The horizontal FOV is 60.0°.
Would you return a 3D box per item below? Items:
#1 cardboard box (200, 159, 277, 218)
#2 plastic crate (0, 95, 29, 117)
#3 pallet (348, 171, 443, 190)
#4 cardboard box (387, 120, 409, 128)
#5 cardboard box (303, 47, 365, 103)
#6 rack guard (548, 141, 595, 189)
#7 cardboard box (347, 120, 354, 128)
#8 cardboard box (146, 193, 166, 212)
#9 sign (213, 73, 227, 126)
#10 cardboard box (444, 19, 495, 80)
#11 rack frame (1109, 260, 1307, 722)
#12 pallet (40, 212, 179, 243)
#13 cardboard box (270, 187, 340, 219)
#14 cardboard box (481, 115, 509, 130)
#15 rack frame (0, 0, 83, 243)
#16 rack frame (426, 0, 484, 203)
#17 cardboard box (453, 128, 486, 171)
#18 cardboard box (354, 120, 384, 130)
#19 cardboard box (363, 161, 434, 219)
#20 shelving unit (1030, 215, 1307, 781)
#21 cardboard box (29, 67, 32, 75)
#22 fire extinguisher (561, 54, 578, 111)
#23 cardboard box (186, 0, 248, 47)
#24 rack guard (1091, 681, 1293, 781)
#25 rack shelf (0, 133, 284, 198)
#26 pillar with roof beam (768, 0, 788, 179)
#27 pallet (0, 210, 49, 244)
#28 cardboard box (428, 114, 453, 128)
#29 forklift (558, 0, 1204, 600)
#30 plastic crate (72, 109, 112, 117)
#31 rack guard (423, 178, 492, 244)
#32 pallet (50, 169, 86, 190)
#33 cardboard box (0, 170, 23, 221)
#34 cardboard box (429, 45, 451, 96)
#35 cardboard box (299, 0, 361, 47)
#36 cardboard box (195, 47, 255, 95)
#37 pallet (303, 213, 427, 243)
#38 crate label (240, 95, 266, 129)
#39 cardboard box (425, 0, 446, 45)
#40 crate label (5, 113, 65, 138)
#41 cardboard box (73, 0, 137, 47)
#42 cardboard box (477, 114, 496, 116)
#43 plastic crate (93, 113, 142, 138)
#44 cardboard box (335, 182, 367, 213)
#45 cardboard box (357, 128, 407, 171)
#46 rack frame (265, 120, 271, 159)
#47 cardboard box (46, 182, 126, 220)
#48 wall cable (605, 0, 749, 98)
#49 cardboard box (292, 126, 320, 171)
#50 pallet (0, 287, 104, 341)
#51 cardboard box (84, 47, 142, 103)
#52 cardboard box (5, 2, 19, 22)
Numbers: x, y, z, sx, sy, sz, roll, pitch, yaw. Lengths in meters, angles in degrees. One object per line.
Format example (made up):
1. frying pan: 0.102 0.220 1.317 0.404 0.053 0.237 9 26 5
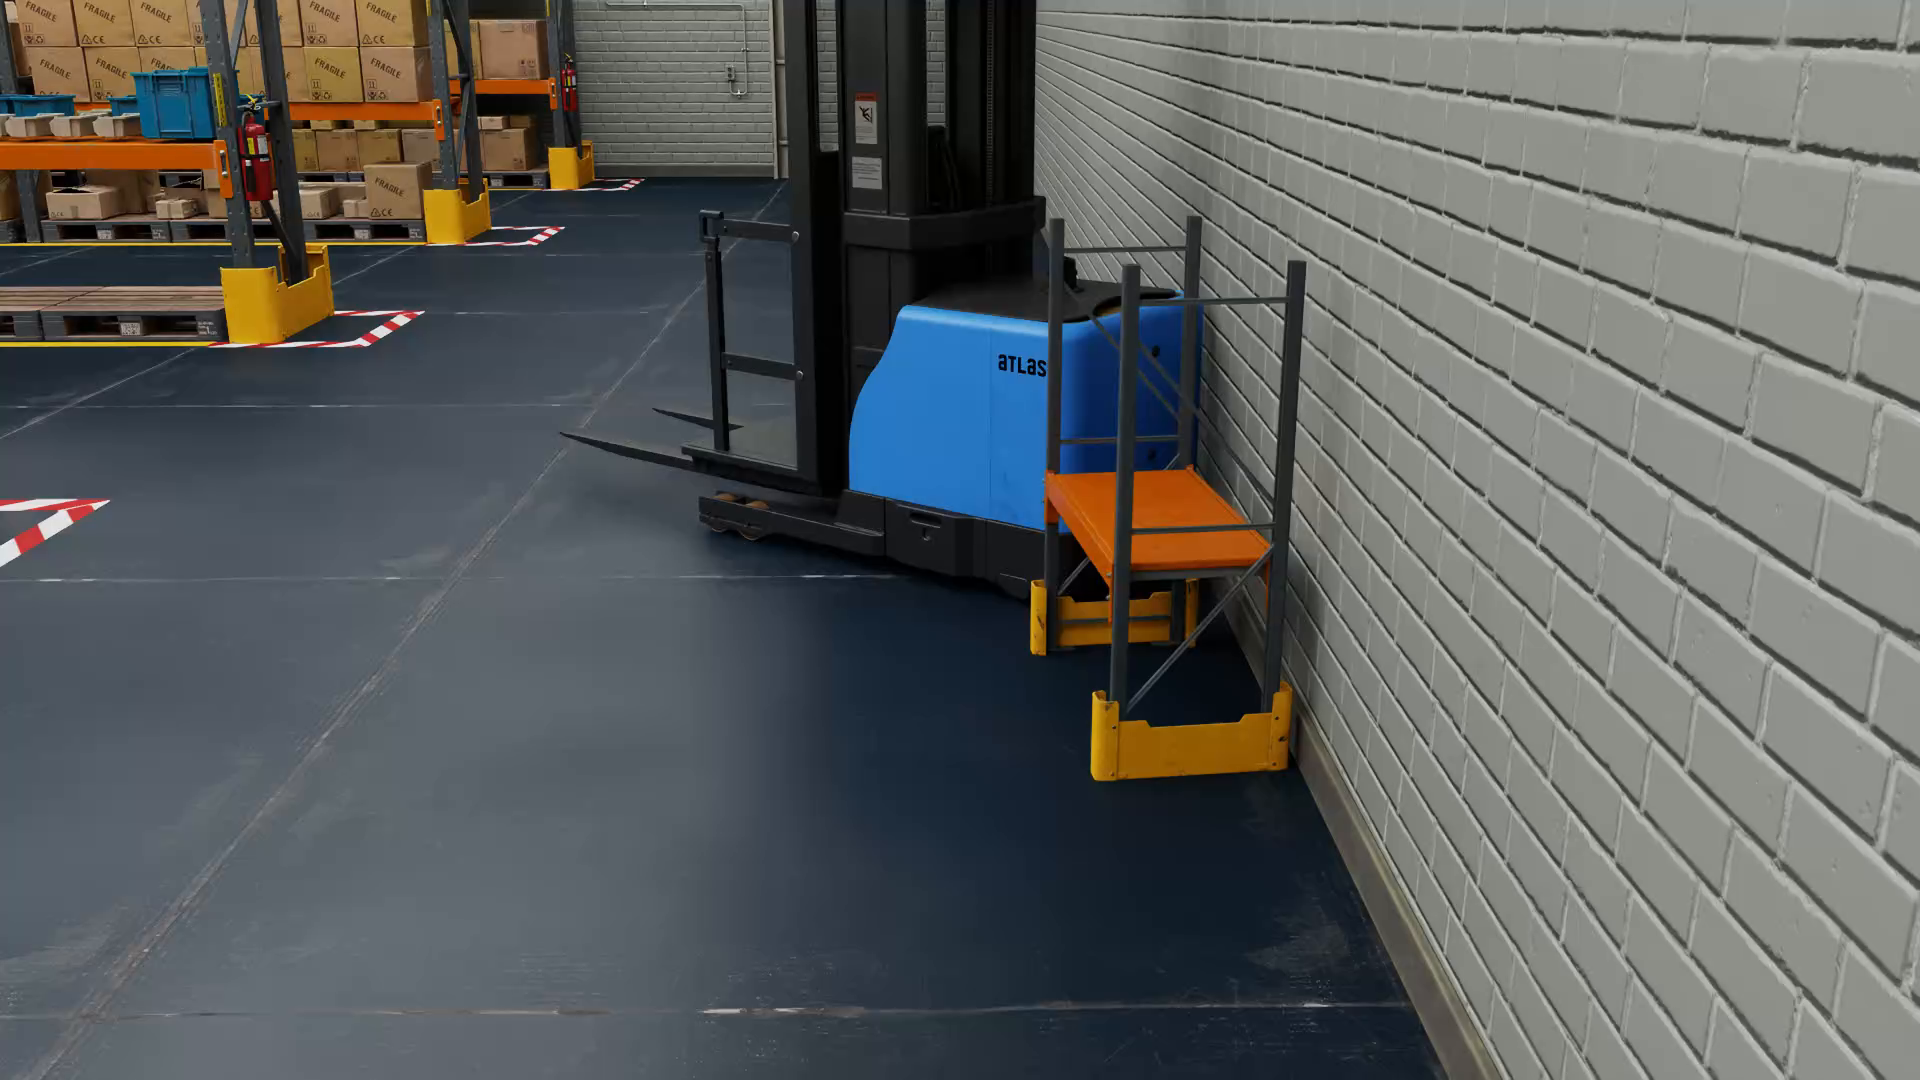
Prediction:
1. cardboard box: -6.973 -3.443 16.237 0.637 0.503 0.797 0 18 -1
2. plastic crate: -6.646 -2.959 11.536 0.300 0.233 0.416 0 18 -1
3. pallet: -6.949 -4.584 20.990 1.213 0.211 1.003 0 18 -1
4. cardboard box: -7.031 -5.283 20.948 0.250 0.149 0.380 -1 18 -2
5. cardboard box: -5.814 -4.390 15.658 0.500 0.500 0.500 0 18 0
6. rack guard: -4.910 -4.754 21.049 0.348 0.500 1.175 0 18 -1
7. cardboard box: -7.542 -5.280 20.940 0.250 0.149 0.380 -1 18 -3
8. cardboard box: -7.912 -3.373 16.600 0.250 0.149 0.380 0 18 -1
9. sign: -4.753 -2.828 10.686 0.005 0.325 0.100 0 18 -1
10. cardboard box: -6.171 -6.075 20.582 0.700 0.700 0.980 0 18 -1
11. rack frame: 0.683 -0.028 4.681 0.500 1.500 0.032 -2 18 -8
12. pallet: -8.165 -3.087 16.326 1.213 0.211 1.003 0 18 -1
13. cardboard box: -6.342 -3.258 16.075 0.500 0.250 0.500 0 18 -1
14. cardboard box: -5.758 -5.172 20.604 0.250 0.149 0.380 0 18 -2
15. rack frame: -8.852 -4.412 15.890 0.127 3.000 1.000 0 18 -1
16. rack frame: -4.852 -4.431 15.950 0.127 3.000 1.000 0 18 -1
17. cardboard box: -6.133 -4.917 20.871 0.500 0.500 0.700 0 18 -1
18. cardboard box: -7.317 -5.164 20.578 0.250 0.149 0.380 -1 18 -2
19. cardboard box: -5.392 -3.373 16.022 0.500 0.500 0.500 0 18 -1
20. shelving unit: 0.610 -0.185 5.168 0.587 1.500 1.083 -2 18 -8
21. cardboard box: -11.314 -5.741 20.412 0.250 0.149 0.380 0 18 0
22. fire extinguisher: -4.776 -5.589 20.298 0.183 0.674 0.296 0 18 -1
23. cardboard box: -6.830 -4.860 15.485 0.500 0.500 0.500 0 18 1
24. rack guard: 0.680 0.561 4.890 0.587 0.250 0.087 -2 18 -8
25. rack shelf: -6.777 -2.566 11.314 4.000 0.370 1.077 0 18 -1
26. pillar with roof beam: -2.180 -7.763 16.516 0.400 9.000 9.100 0 18 -1
27. pallet: -9.664 -3.069 16.268 1.213 0.211 1.003 0 18 -1
28. cardboard box: -6.522 -5.285 20.956 0.250 0.149 0.380 0 18 0
29. forklift: -0.503 -1.509 6.954 3.031 2.935 1.130 13 22 34
30. plastic crate: -6.030 -2.941 11.639 0.298 0.136 0.250 0 18 -1
31. rack guard: -4.928 -3.241 16.331 0.348 0.500 1.175 0 18 -1
32. pallet: -10.927 -4.564 20.928 1.213 0.211 1.003 0 18 -1
33. cardboard box: -9.340 -3.341 15.925 0.500 0.500 0.500 0 18 -1
34. cardboard box: -5.300 -4.557 16.179 0.500 0.500 0.500 0 18 0
35. cardboard box: -5.798 -4.866 15.505 0.500 0.500 0.500 0 18 1
36. cardboard box: -6.817 -4.387 15.648 0.500 0.500 0.500 -1 18 -2
37. pallet: -5.725 -3.099 16.362 1.213 0.211 1.003 0 18 -1
38. crate label: -5.030 -2.967 11.560 0.303 0.233 0.416 0 18 -1
39. cardboard box: -5.300 -5.033 16.027 0.500 0.500 0.500 0 18 1
40. crate label: -6.158 -2.756 11.063 0.243 0.136 0.396 0 18 -1
41. cardboard box: -7.860 -4.855 15.470 0.500 0.500 0.500 -1 18 -3
42. cardboard box: -6.017 -5.288 20.963 0.250 0.149 0.380 0 18 -1
43. plastic crate: -5.590 -2.762 11.081 0.243 0.136 0.396 0 18 -1
44. cardboard box: -5.900 -3.413 16.558 0.500 0.250 0.500 0 18 -1
45. cardboard box: -7.169 -4.910 20.848 0.500 0.500 0.700 0 18 0
46. rack frame: -8.933 -5.925 20.606 0.127 3.000 1.000 0 18 -1
47. cardboard box: -8.428 -3.277 16.034 0.500 0.311 0.500 0 18 -1
48. wall cable: -3.669 -6.723 21.431 1.851 1.984 0.084 0 18 -1
49. cardboard box: -8.184 -4.907 20.838 0.500 0.500 0.700 0 18 0
50. pallet: -6.820 -1.593 11.669 1.213 0.211 1.003 0 18 -1
51. cardboard box: -7.826 -4.382 15.634 0.500 0.500 0.500 0 18 0
52. cardboard box: -11.438 -6.391 20.149 0.500 0.250 0.500 0 18 0
